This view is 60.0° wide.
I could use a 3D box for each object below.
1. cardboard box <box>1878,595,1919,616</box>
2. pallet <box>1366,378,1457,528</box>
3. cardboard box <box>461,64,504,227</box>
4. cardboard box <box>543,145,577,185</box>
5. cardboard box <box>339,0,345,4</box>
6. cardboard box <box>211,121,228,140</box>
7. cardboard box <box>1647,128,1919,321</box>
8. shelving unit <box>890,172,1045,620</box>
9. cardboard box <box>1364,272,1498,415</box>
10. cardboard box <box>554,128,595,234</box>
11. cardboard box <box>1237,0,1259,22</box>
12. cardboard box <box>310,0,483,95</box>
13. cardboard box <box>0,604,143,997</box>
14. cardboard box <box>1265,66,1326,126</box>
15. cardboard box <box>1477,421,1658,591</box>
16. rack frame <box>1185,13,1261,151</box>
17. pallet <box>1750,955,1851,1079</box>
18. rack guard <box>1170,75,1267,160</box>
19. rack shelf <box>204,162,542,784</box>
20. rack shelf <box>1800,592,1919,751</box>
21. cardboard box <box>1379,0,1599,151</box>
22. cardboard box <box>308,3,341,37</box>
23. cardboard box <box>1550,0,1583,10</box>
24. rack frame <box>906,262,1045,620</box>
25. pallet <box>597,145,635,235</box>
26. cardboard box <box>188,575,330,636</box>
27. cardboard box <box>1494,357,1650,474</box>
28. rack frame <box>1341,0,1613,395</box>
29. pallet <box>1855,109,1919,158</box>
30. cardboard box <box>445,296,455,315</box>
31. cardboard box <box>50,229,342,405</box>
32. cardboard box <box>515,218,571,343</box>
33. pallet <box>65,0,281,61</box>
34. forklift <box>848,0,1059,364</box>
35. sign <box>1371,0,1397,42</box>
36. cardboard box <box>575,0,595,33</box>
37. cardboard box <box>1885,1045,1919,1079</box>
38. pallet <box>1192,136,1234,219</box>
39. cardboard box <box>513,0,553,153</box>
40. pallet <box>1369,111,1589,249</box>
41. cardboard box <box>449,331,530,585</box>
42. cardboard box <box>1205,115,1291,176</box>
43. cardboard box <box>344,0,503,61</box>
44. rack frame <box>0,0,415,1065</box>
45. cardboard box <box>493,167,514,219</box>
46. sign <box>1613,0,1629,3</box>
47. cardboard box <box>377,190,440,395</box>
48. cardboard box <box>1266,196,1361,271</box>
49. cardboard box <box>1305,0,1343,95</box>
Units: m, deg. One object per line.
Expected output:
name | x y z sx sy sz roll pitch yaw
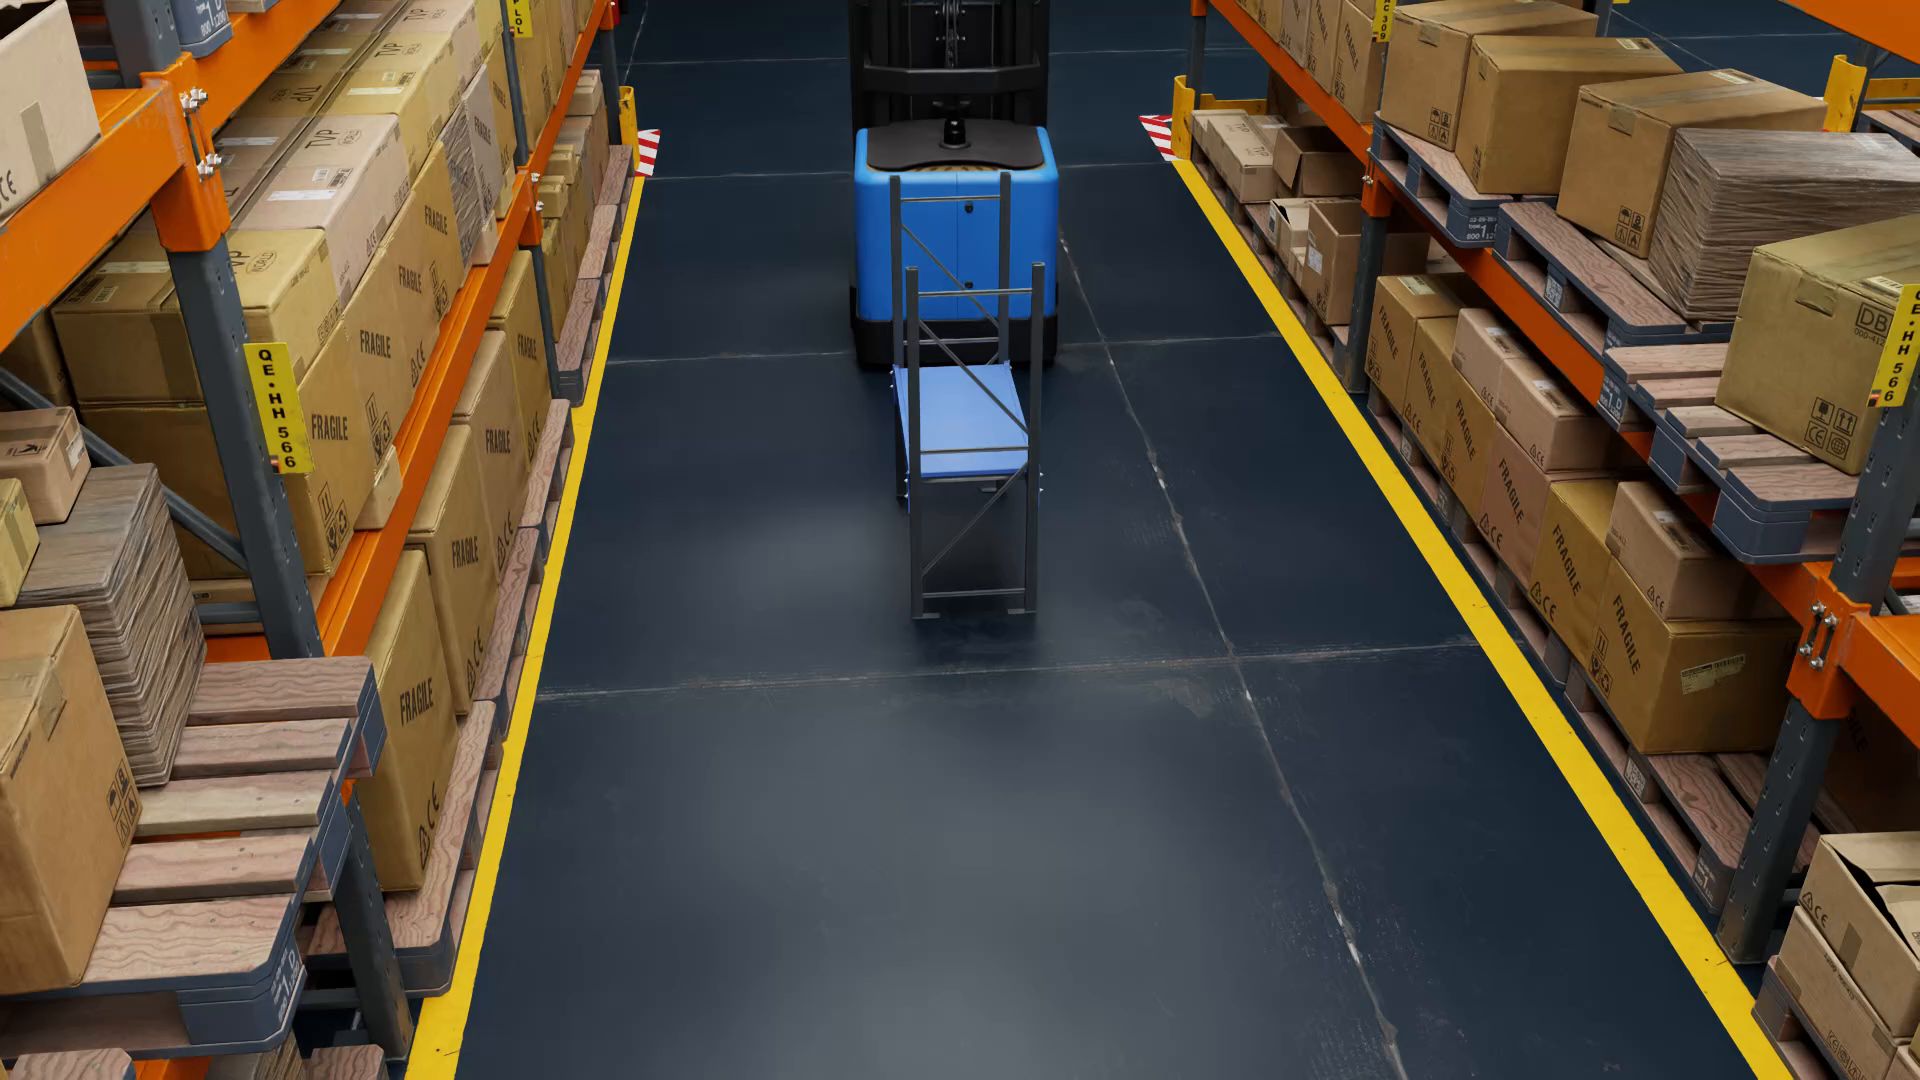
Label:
cardboard box | 3.036 0.330 5.780 0.500 0.500 0.500 -4 31 -6
pallet | 2.588 -0.472 7.835 1.003 0.211 1.213 -3 31 -5
cardboard box | -2.106 -1.539 6.495 0.500 0.500 0.500 -3 31 -4
cardboard box | -2.324 -2.066 9.180 0.380 0.149 0.250 -4 31 -6
cardboard box | -2.674 -2.098 6.698 0.500 0.250 0.500 -2 31 -3
cardboard box | -2.474 -1.049 4.942 0.500 0.250 0.500 -4 31 -6
cardboard box | 2.782 -1.056 5.586 0.700 0.500 0.500 3 31 5
shelving unit | 0.008 -0.600 6.792 0.538 1.500 1.048 -3 31 -5
cardboard box | 2.277 -0.940 7.907 0.500 0.500 0.500 -4 31 -7
cardboard box | -2.572 -2.128 9.916 0.700 0.500 0.500 -4 31 -6
cardboard box | 1.977 -3.409 9.935 0.500 0.500 0.500 -3 31 -5
cardboard box | -2.121 -1.857 6.296 0.500 0.250 0.500 -2 31 -4
cardboard box | -1.951 0.490 2.978 0.700 0.500 0.500 -6 31 -9
cardboard box | 2.397 -2.975 11.314 0.500 0.500 0.500 -3 31 -5
cardboard box | 2.424 -0.155 6.592 0.500 0.500 0.500 -4 31 -6
rack frame | 2.101 -4.125 11.231 1.000 3.000 0.127 -3 31 -5
pallet | 2.886 1.578 4.401 1.003 0.211 1.213 -3 31 -5
rack guard | 2.108 -3.013 11.807 1.175 0.500 0.348 -3 31 -5
rack shelf | -2.270 -0.514 5.887 1.077 0.370 4.000 -3 31 -5
rack shelf | 3.035 1.289 2.868 1.077 0.370 4.000 -3 31 -5
cardboard box | 2.296 -2.054 7.256 0.700 0.500 0.500 -13 33 -21
cardboard box | -2.618 -1.831 6.252 0.500 0.250 0.500 -2 31 -4
cardboard box | 2.710 -2.809 7.956 0.500 0.500 0.500 -2 31 -3
rack frame | 0.055 -0.341 6.358 0.500 1.500 0.032 -3 31 -5
pallet | -2.678 -2.284 10.869 1.003 0.211 1.213 -3 31 -5
cardboard box | -1.884 0.119 4.352 0.380 0.149 0.250 -3 31 -5
cardboard box | 2.418 -0.495 6.432 0.500 0.250 0.500 -3 31 -6
rack frame | 2.474 -2.083 7.812 1.000 3.000 0.127 -3 31 -5
pallet | 7.071 -2.741 11.632 1.003 0.211 1.213 -3 31 -5
cardboard box | -2.069 -0.935 6.115 0.380 0.149 0.250 -4 31 -6
cardboard box | -1.872 -0.562 4.127 0.500 0.250 0.500 -2 31 -3
cardboard box | -2.425 -1.338 8.592 0.700 0.500 0.500 -2 31 -4
pallet | -2.197 -1.334 3.818 1.213 0.211 1.003 -1 31 -2
forklift | -0.069 -2.895 9.239 1.130 2.935 3.031 -1 31 -2
sign | 1.935 -2.425 7.540 0.100 0.325 0.005 -3 31 -5
cardboard box | -2.694 -3.384 9.698 0.980 0.700 0.700 -3 31 -5
cardboard box | 2.652 1.497 4.090 0.500 0.250 0.500 -4 31 -6
pallet | 2.183 -2.482 11.200 1.003 0.211 1.213 -3 31 -5
cardboard box | -2.492 -2.250 7.800 0.980 0.700 0.700 -2 31 -4
pallet | 2.440 -1.587 7.170 1.003 0.211 1.213 -3 31 -5
cardboard box | -2.181 -0.322 6.551 0.750 0.750 0.750 -2 31 -3
cardboard box | 1.916 -2.587 10.909 0.500 0.250 0.500 -3 31 -5
cardboard box | -2.159 -2.119 6.734 0.500 0.250 0.500 -2 31 -3
rack frame | -2.084 0.198 3.993 1.000 3.000 0.127 -3 31 -5
cardboard box | -2.097 -1.458 6.991 0.380 0.149 0.250 -2 31 -4
sign | 3.027 -2.609 7.563 0.100 0.325 0.005 -3 31 -5
cardboard box | -1.959 -0.762 5.194 0.500 0.500 0.500 -3 31 -5
cardboard box | 2.069 -1.778 9.494 0.500 0.311 0.500 -3 31 -5
cardboard box | 2.123 -2.632 8.634 0.500 0.500 0.500 -2 31 -3
